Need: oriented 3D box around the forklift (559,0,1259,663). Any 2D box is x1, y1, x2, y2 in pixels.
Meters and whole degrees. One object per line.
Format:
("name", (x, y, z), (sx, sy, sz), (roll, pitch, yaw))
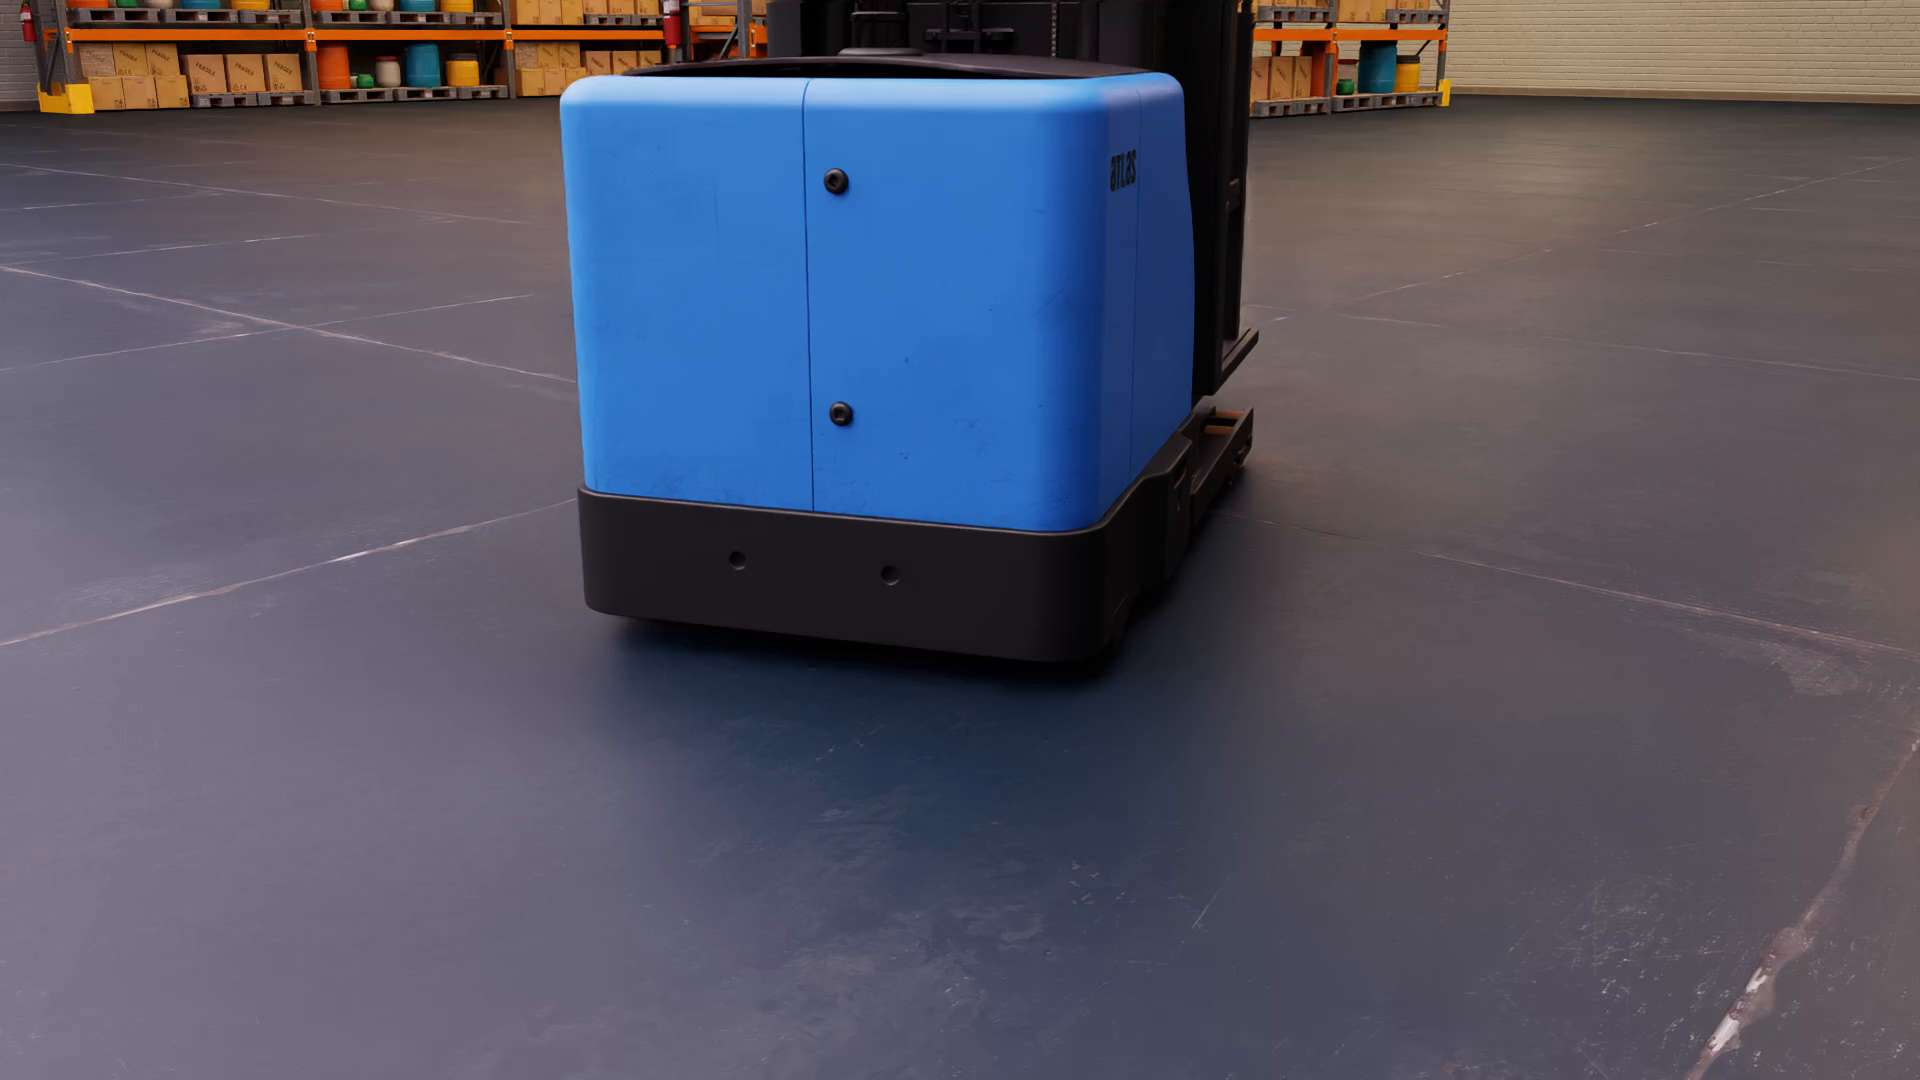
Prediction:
("forklift", (0.182, -1.571, 4.072), (1.130, 2.935, 3.031), (5, 18, 17))
